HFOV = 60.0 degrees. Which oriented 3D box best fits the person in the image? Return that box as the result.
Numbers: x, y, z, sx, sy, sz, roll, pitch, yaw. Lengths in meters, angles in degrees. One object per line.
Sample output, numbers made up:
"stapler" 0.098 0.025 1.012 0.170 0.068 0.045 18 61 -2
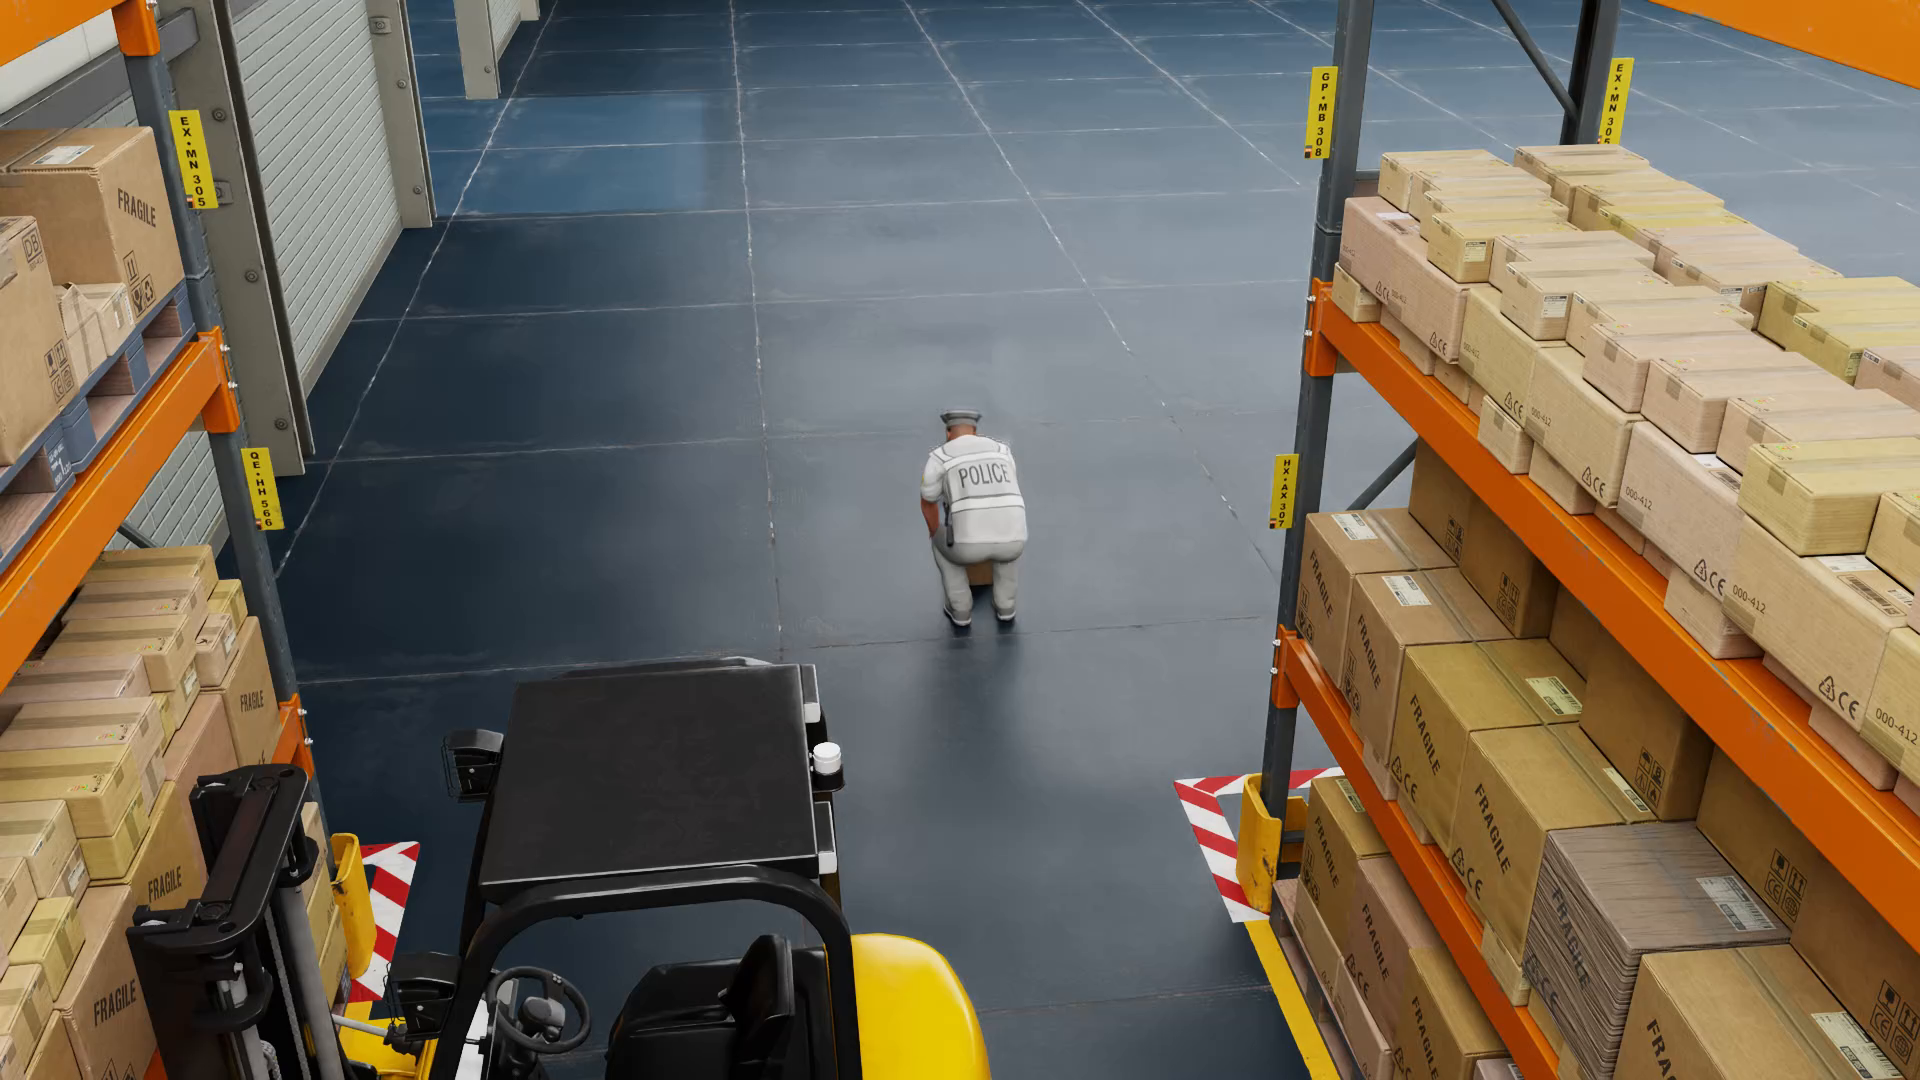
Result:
"person" 0.074 -0.118 9.539 0.569 1.124 0.923 -4 27 -7
